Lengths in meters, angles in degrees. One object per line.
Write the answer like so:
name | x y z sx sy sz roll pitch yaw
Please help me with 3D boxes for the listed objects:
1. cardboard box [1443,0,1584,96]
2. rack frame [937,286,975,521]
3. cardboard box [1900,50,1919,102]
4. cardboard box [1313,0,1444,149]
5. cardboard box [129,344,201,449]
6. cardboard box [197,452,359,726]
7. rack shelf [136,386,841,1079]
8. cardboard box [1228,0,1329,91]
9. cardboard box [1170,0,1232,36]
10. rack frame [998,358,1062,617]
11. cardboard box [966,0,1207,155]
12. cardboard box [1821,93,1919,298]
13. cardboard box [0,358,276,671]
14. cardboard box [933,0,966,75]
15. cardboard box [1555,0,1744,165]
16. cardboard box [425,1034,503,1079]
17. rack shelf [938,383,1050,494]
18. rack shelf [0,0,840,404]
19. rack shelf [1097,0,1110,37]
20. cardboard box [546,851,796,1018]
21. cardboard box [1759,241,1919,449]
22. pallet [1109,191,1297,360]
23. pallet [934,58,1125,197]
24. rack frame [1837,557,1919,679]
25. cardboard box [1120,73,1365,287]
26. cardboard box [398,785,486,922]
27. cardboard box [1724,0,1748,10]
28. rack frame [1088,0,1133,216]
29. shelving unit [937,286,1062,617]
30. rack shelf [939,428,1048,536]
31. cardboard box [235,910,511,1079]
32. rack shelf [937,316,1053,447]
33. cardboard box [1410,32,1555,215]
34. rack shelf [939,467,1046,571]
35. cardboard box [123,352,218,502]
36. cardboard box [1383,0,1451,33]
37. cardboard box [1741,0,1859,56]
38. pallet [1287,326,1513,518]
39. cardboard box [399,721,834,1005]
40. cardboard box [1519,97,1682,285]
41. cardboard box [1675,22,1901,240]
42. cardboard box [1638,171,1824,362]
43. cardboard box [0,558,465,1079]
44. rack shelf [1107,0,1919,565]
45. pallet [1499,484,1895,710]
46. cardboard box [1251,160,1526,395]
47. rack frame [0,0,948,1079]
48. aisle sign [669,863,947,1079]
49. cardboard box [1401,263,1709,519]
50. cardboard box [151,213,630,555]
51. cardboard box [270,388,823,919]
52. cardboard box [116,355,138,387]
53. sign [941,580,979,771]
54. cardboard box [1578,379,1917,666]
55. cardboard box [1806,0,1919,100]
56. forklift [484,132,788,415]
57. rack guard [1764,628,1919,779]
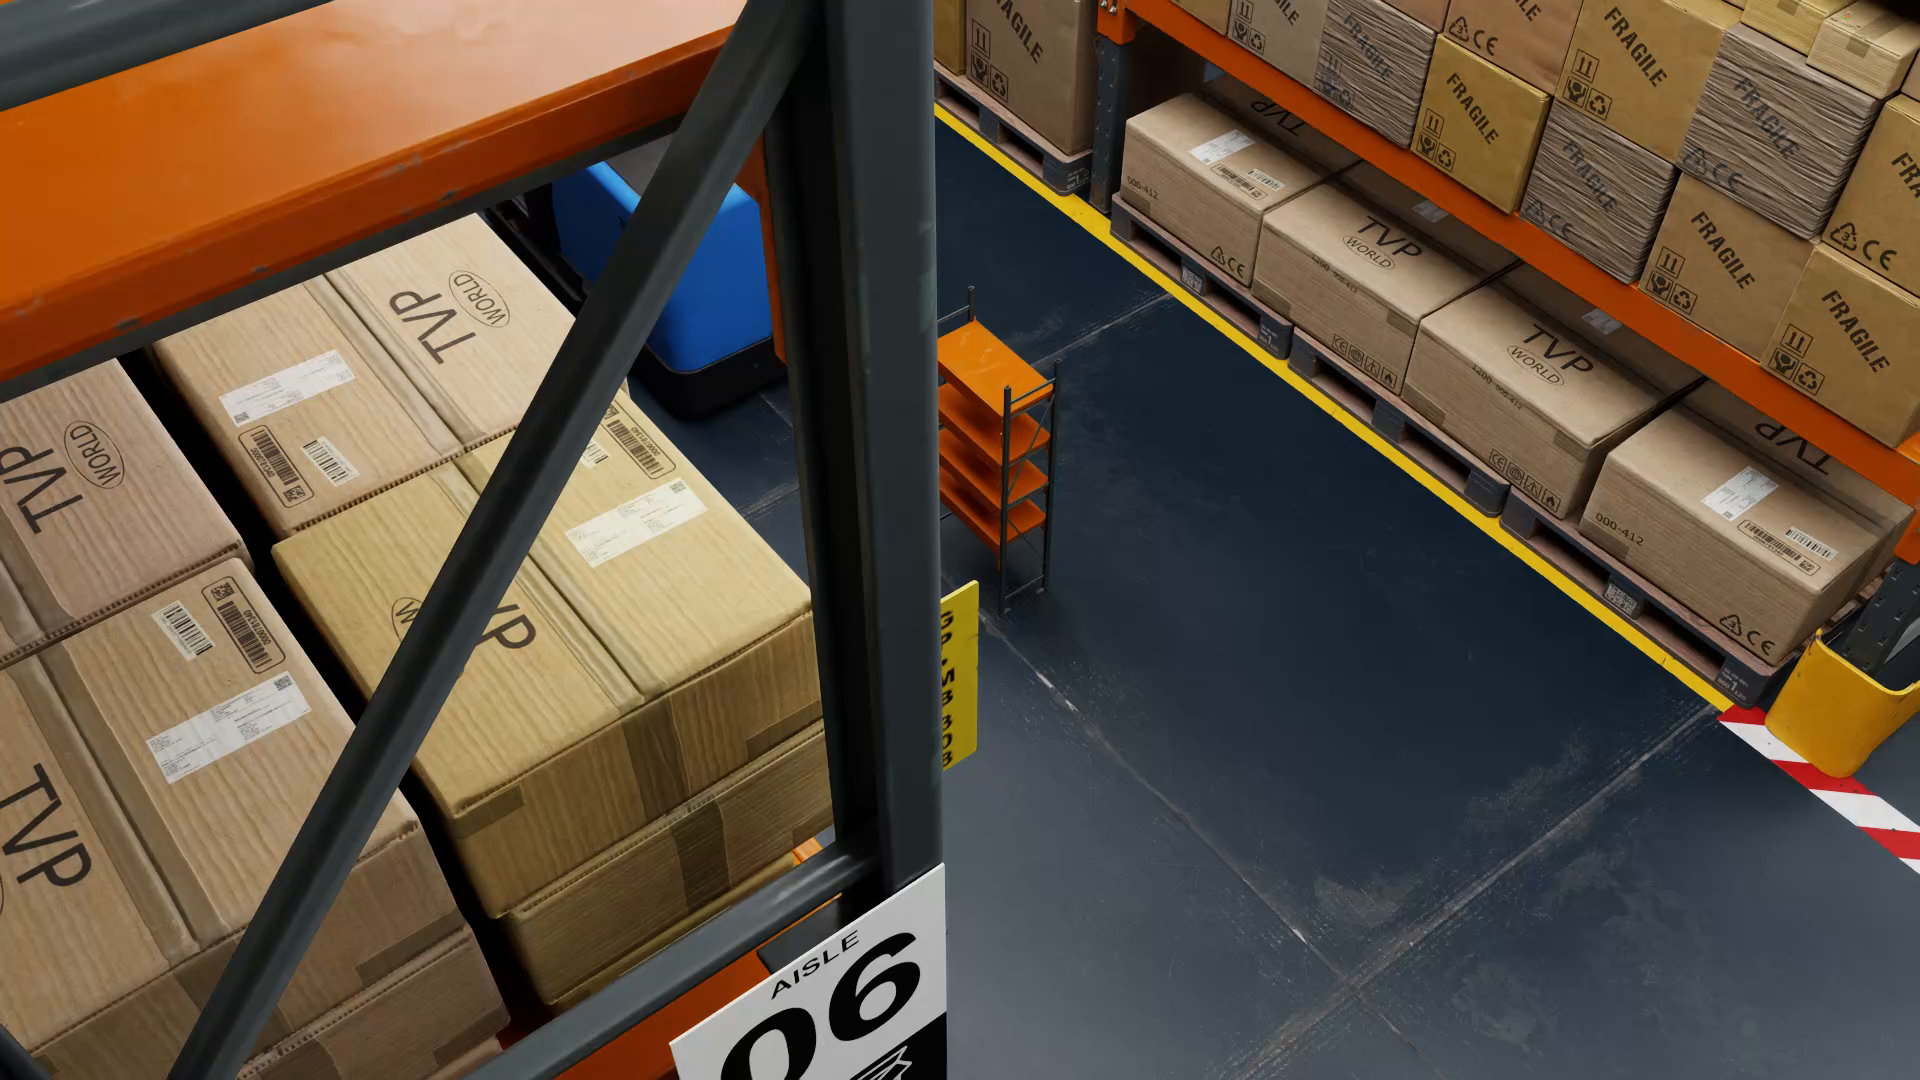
cardboard box | 2.075 -1.940 5.741 0.500 0.500 0.500 -30 54 -24
rack frame | -0.047 -0.449 6.346 0.240 1.200 0.015 -29 54 -24
cardboard box | 2.947 -1.356 4.773 0.380 0.149 0.250 -28 54 -23
cardboard box | 1.747 -1.911 6.389 0.500 0.500 0.500 -29 54 -24
cardboard box | -1.129 -0.477 2.695 0.500 0.250 0.500 -30 55 -25
cardboard box | -0.827 -0.011 2.610 0.500 0.250 0.500 -28 54 -23
rack shelf | -1.663 -0.224 3.388 1.077 0.370 4.000 -29 54 -24
cardboard box | 1.451 -2.207 6.658 0.500 0.500 0.500 -29 54 -24
cardboard box | 1.150 -2.506 6.929 0.500 0.500 0.500 -28 54 -23
rack frame | 0.248 -0.162 6.085 0.240 1.200 0.015 -29 54 -24
cardboard box | 0.635 -2.624 8.253 0.875 0.875 0.875 -28 54 -23
cardboard box | 3.015 -1.055 4.938 0.500 0.500 0.500 -28 54 -23
cardboard box | -1.258 0.052 2.215 0.500 0.250 0.500 -31 55 -25
cardboard box | 0.082 -3.153 8.733 0.875 0.875 0.875 -28 54 -23
cardboard box | 2.378 -1.643 5.471 0.500 0.500 0.500 -30 54 -24
cardboard box | -0.830 0.713 2.223 0.380 0.149 0.250 -28 54 -23
rack shelf | 0.100 -0.410 6.100 0.258 0.148 0.480 -29 54 -24
rack shelf | -1.663 -1.231 2.278 1.077 0.370 4.000 -29 54 -24
rack shelf | -0.137 -3.804 8.659 1.077 0.370 4.000 -29 54 -24
cardboard box | -0.460 0.505 2.411 0.380 0.149 0.250 -28 54 -23
cardboard box | 2.993 -0.707 5.298 0.500 0.500 0.500 -29 54 -24
pallet | 1.472 -1.446 7.918 1.003 0.211 1.213 -29 54 -24
pallet | 0.547 -2.351 8.738 1.003 0.211 1.213 -29 54 -24
rack frame | 3.496 -0.508 5.185 1.000 3.000 0.127 -29 54 -24
cardboard box | 1.369 -1.729 7.737 0.875 0.438 0.875 -30 54 -24
cardboard box | -0.640 0.363 2.540 0.380 0.149 0.250 -28 54 -23
cardboard box | 2.502 -1.823 5.197 0.380 0.149 0.250 -30 54 -24
rack frame | 1.074 -2.867 7.323 1.000 3.000 0.127 -29 54 -24
shelving unit | 0.100 -0.305 6.216 0.258 1.200 0.503 -29 54 -24
rack shelf | 0.100 -0.260 6.266 0.258 0.148 0.480 -29 54 -24
cardboard box | -0.938 0.524 2.125 0.500 0.250 0.500 -30 55 -25
rack shelf | 0.100 -0.569 5.925 0.258 0.148 0.480 -29 54 -24
cardboard box | 2.059 -1.607 6.114 0.500 0.500 0.500 -28 54 -23
rack shelf | 0.100 -0.127 6.413 0.258 0.148 0.480 -29 54 -24
cardboard box | -1.127 -0.318 2.888 0.500 0.250 0.500 -31 55 -25
cardboard box | 1.772 -2.239 6.011 0.500 0.500 0.500 -28 54 -23
cardboard box | 2.604 -1.637 5.028 0.380 0.149 0.250 -28 54 -23
pallet | 2.215 -0.727 7.265 1.003 0.211 1.213 -29 54 -24
cardboard box | -0.503 0.280 2.347 0.500 0.250 0.500 -30 54 -24
cardboard box | 2.382 -1.309 5.843 0.500 0.500 0.500 -28 54 -23
cardboard box | 2.675 -1.350 5.206 0.500 0.500 0.500 -29 54 -24
cardboard box | 2.702 -1.010 5.572 0.500 0.500 0.500 -30 55 -25
cardboard box | -0.943 0.359 1.937 0.500 0.250 0.500 -31 55 -25
rack shelf | 2.285 -1.446 6.520 1.077 0.370 4.000 -29 54 -24
pallet | 2.950 -0.008 6.613 1.003 0.211 1.213 -29 54 -24
cardboard box | 1.911 -1.201 7.259 0.875 0.438 0.875 -31 55 -25
rack frame | -0.452 -0.294 0.942 1.000 3.000 0.127 -29 54 -24
aisle sign | -0.177 0.756 2.284 0.394 0.787 0.004 -29 54 -24
cardboard box | 2.456 -0.669 6.776 0.875 0.438 0.875 -28 54 -23
cardboard box | -0.814 -0.187 2.432 0.500 0.250 0.500 -30 54 -24
cardboard box | -0.521 0.122 2.152 0.500 0.250 0.500 -30 54 -24
cardboard box | -1.459 -0.613 3.156 0.500 0.250 0.500 -30 55 -25
sign | -0.020 0.176 1.950 0.100 0.325 0.005 -29 54 -24
cardboard box | 3.017 -0.133 6.291 0.875 0.438 0.875 -31 55 -25
cardboard box | 2.723 -1.470 4.877 0.380 0.149 0.250 -30 54 -24
forklift | -1.657 -2.571 7.101 1.130 2.935 3.031 -29 54 -24
rack guard | 3.511 0.346 6.098 1.175 0.500 0.348 -29 54 -24
